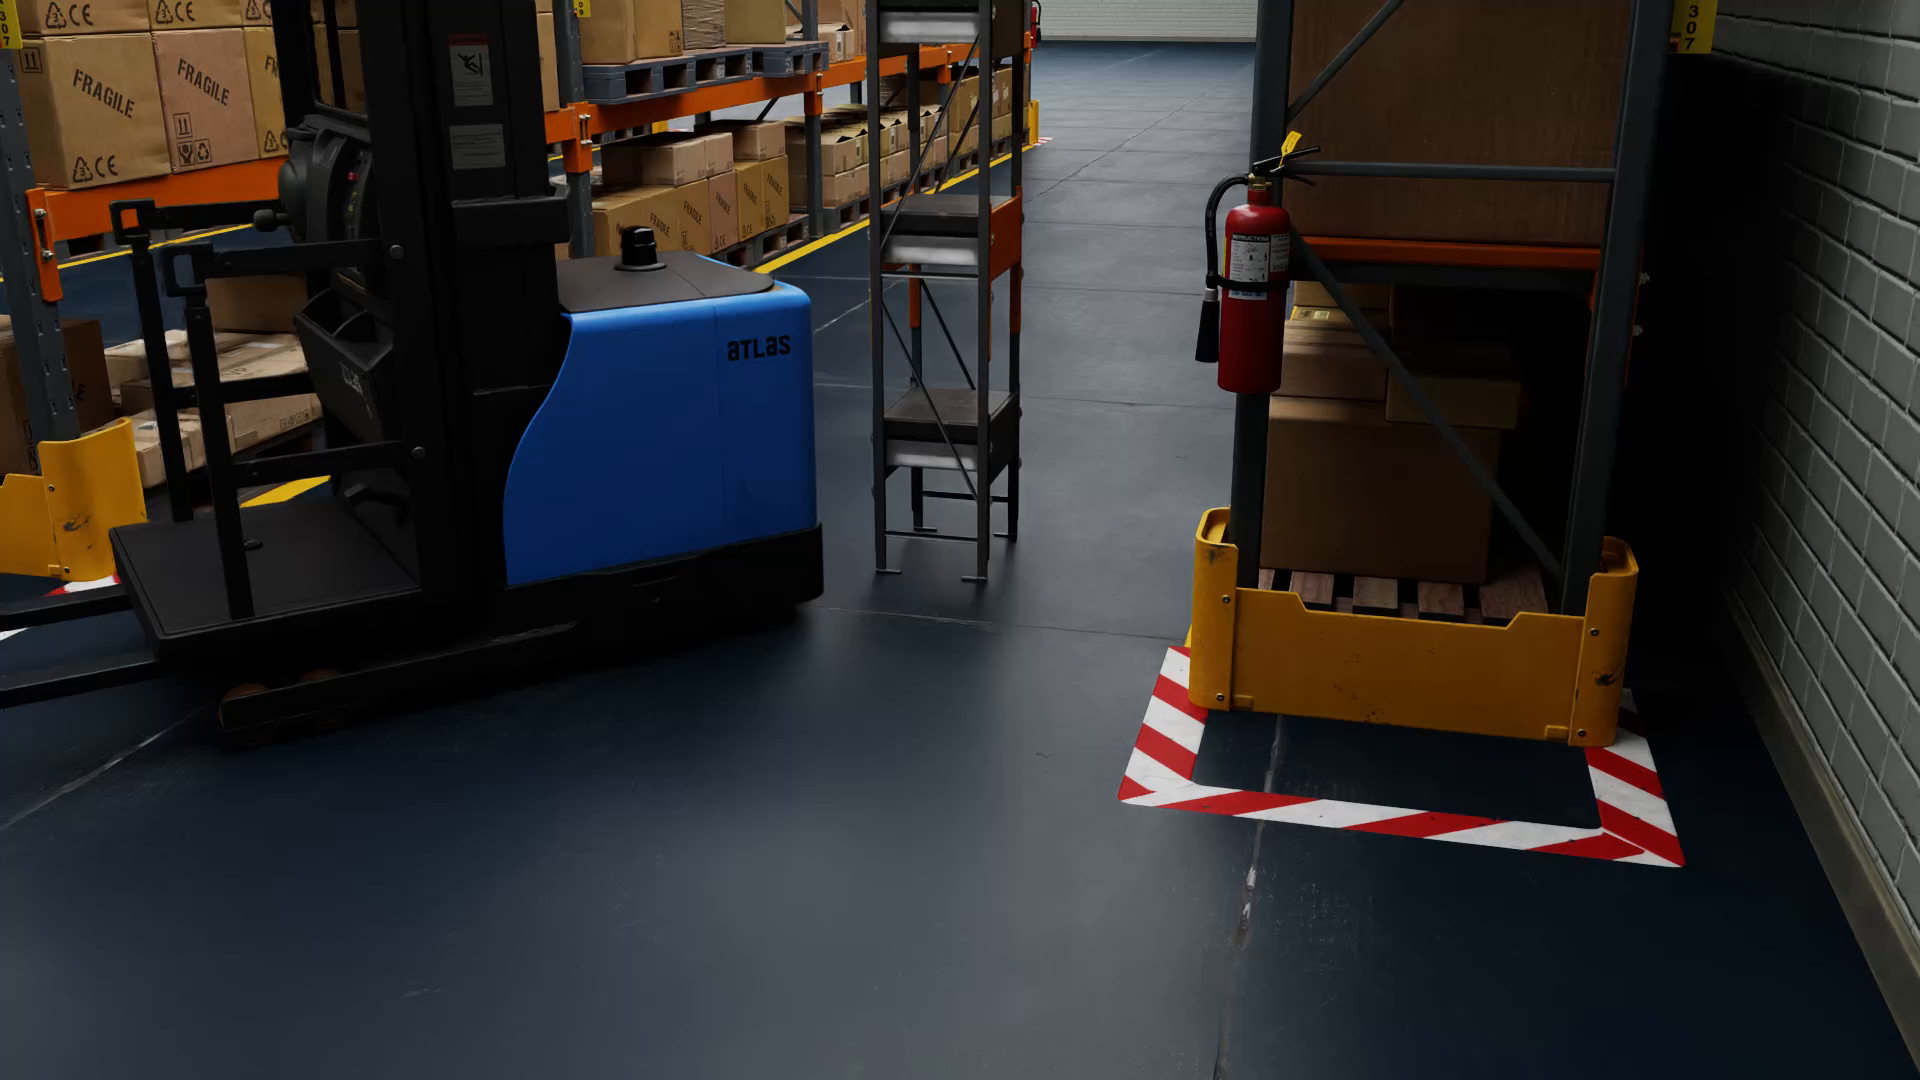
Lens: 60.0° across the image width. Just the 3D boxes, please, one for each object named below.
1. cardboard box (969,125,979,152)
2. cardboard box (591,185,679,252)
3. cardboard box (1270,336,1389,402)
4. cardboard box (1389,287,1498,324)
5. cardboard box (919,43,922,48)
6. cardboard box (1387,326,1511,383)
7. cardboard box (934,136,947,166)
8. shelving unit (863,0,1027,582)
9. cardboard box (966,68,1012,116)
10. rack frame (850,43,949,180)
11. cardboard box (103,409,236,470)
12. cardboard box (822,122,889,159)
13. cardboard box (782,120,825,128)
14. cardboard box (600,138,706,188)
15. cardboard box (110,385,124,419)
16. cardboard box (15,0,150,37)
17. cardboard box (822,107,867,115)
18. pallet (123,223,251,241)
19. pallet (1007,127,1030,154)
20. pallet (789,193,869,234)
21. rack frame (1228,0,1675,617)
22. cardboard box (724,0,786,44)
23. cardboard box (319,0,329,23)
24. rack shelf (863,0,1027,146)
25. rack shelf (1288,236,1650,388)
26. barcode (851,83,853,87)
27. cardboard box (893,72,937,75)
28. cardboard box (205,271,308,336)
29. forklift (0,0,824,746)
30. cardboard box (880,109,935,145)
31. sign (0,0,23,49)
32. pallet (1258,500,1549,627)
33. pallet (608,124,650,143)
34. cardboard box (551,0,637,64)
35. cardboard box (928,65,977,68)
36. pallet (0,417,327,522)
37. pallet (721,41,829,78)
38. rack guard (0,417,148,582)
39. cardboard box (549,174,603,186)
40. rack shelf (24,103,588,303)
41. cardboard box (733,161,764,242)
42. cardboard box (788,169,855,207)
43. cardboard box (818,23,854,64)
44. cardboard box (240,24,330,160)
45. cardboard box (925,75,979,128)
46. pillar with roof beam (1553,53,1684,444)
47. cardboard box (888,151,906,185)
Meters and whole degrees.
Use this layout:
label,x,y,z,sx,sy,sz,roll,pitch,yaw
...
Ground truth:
label,x,y,z,sx,sy,sz,roll,pitch,yaw
cardboard box,-0.074,-4.282,17.686,0.500,0.250,0.500,5,19,13
cardboard box,-2.089,-1.925,10.368,0.500,0.500,0.500,5,19,14
cardboard box,1.193,-0.560,5.400,0.380,0.149,0.250,4,19,13
cardboard box,1.810,-0.848,6.243,0.380,0.149,0.250,5,19,14
cardboard box,-0.686,-4.878,16.059,0.500,0.250,0.500,6,20,17
cardboard box,1.624,-0.609,5.544,0.380,0.149,0.250,5,19,14
cardboard box,-0.429,-3.851,16.426,0.500,0.250,0.500,4,19,13
shelving unit,-0.040,-0.942,5.696,0.431,2.100,0.503,5,19,13
cardboard box,0.296,-5.106,18.941,0.500,0.500,0.500,5,19,13
rack frame,-0.608,-5.106,16.497,1.000,3.000,0.127,5,19,13
cardboard box,-3.044,-0.395,6.406,0.380,0.166,0.250,5,19,13
cardboard box,-0.926,-3.481,14.476,0.500,0.311,0.500,4,19,12
cardboard box,-1.450,-3.521,14.591,0.500,0.311,0.500,5,19,13
cardboard box,-1.964,-2.425,10.673,0.500,0.250,0.500,5,19,13
cardboard box,-3.460,-0.522,6.779,0.380,0.166,0.250,5,19,13
cardboard box,-3.176,-1.984,5.654,0.500,0.500,0.500,5,20,15
cardboard box,-1.078,-4.003,16.003,0.500,0.311,0.500,4,19,13
pallet,-6.540,-2.675,13.693,1.003,0.211,1.213,5,19,13
pallet,0.223,-4.798,19.907,1.003,0.211,1.213,5,19,13
pallet,-1.347,-2.788,14.023,1.003,0.211,1.213,5,19,13
rack frame,1.264,-0.955,4.343,1.000,3.000,0.127,5,19,13
cardboard box,-1.630,-3.892,12.138,0.700,0.500,0.500,-2,19,-5
cardboard box,-2.806,-2.464,7.059,0.500,0.500,0.500,4,19,13
rack shelf,-0.040,-1.591,5.474,0.431,0.518,0.480,5,19,13
rack shelf,1.753,-1.242,6.295,1.077,0.370,4.000,5,19,13
barcode,-1.075,-4.539,16.537,0.001,0.075,0.075,5,19,13
cardboard box,-0.455,-4.834,18.144,0.500,0.500,0.500,5,19,13
cardboard box,-3.017,-1.036,7.763,0.797,0.503,0.637,5,19,13
forklift,-1.968,-1.020,4.638,3.031,2.935,1.130,-12,22,-30
cardboard box,-0.550,-3.956,15.866,0.500,0.311,0.500,5,20,15
sign,-3.014,-1.712,5.220,0.100,0.325,0.005,5,19,13
pallet,1.384,0.108,5.546,1.003,0.211,1.213,5,19,13
pallet,-4.610,-5.151,20.942,1.003,0.211,1.213,5,19,13
cardboard box,-2.230,-2.976,9.455,0.700,0.500,0.500,-2,19,-5
cardboard box,-0.098,-5.305,19.523,0.500,0.500,0.500,5,19,13
pallet,-3.328,-0.299,6.737,1.003,0.211,1.213,5,19,13
pallet,-1.683,-3.544,12.219,1.213,0.211,1.003,5,19,13
rack guard,-3.522,-0.186,5.959,1.175,0.500,0.348,5,19,13
cardboard box,-2.469,-2.113,10.919,0.500,0.500,0.500,5,19,14
rack shelf,-3.052,-1.632,7.437,1.077,0.370,4.000,5,19,13
cardboard box,-1.713,-2.404,11.772,0.500,0.500,0.500,4,19,11
cardboard box,-1.173,-2.891,13.616,0.500,0.250,0.500,5,19,13
cardboard box,-1.179,-4.075,13.617,0.500,0.311,0.500,4,19,13
cardboard box,-2.930,-1.830,6.750,0.500,0.500,0.500,5,19,13
cardboard box,-0.077,-4.637,17.566,0.500,0.500,0.500,5,19,13
pillar with roof beam,-1.265,-5.100,7.197,9.100,9.000,0.400,5,19,13
cardboard box,-0.804,-3.373,15.026,0.500,0.250,0.500,5,20,14
